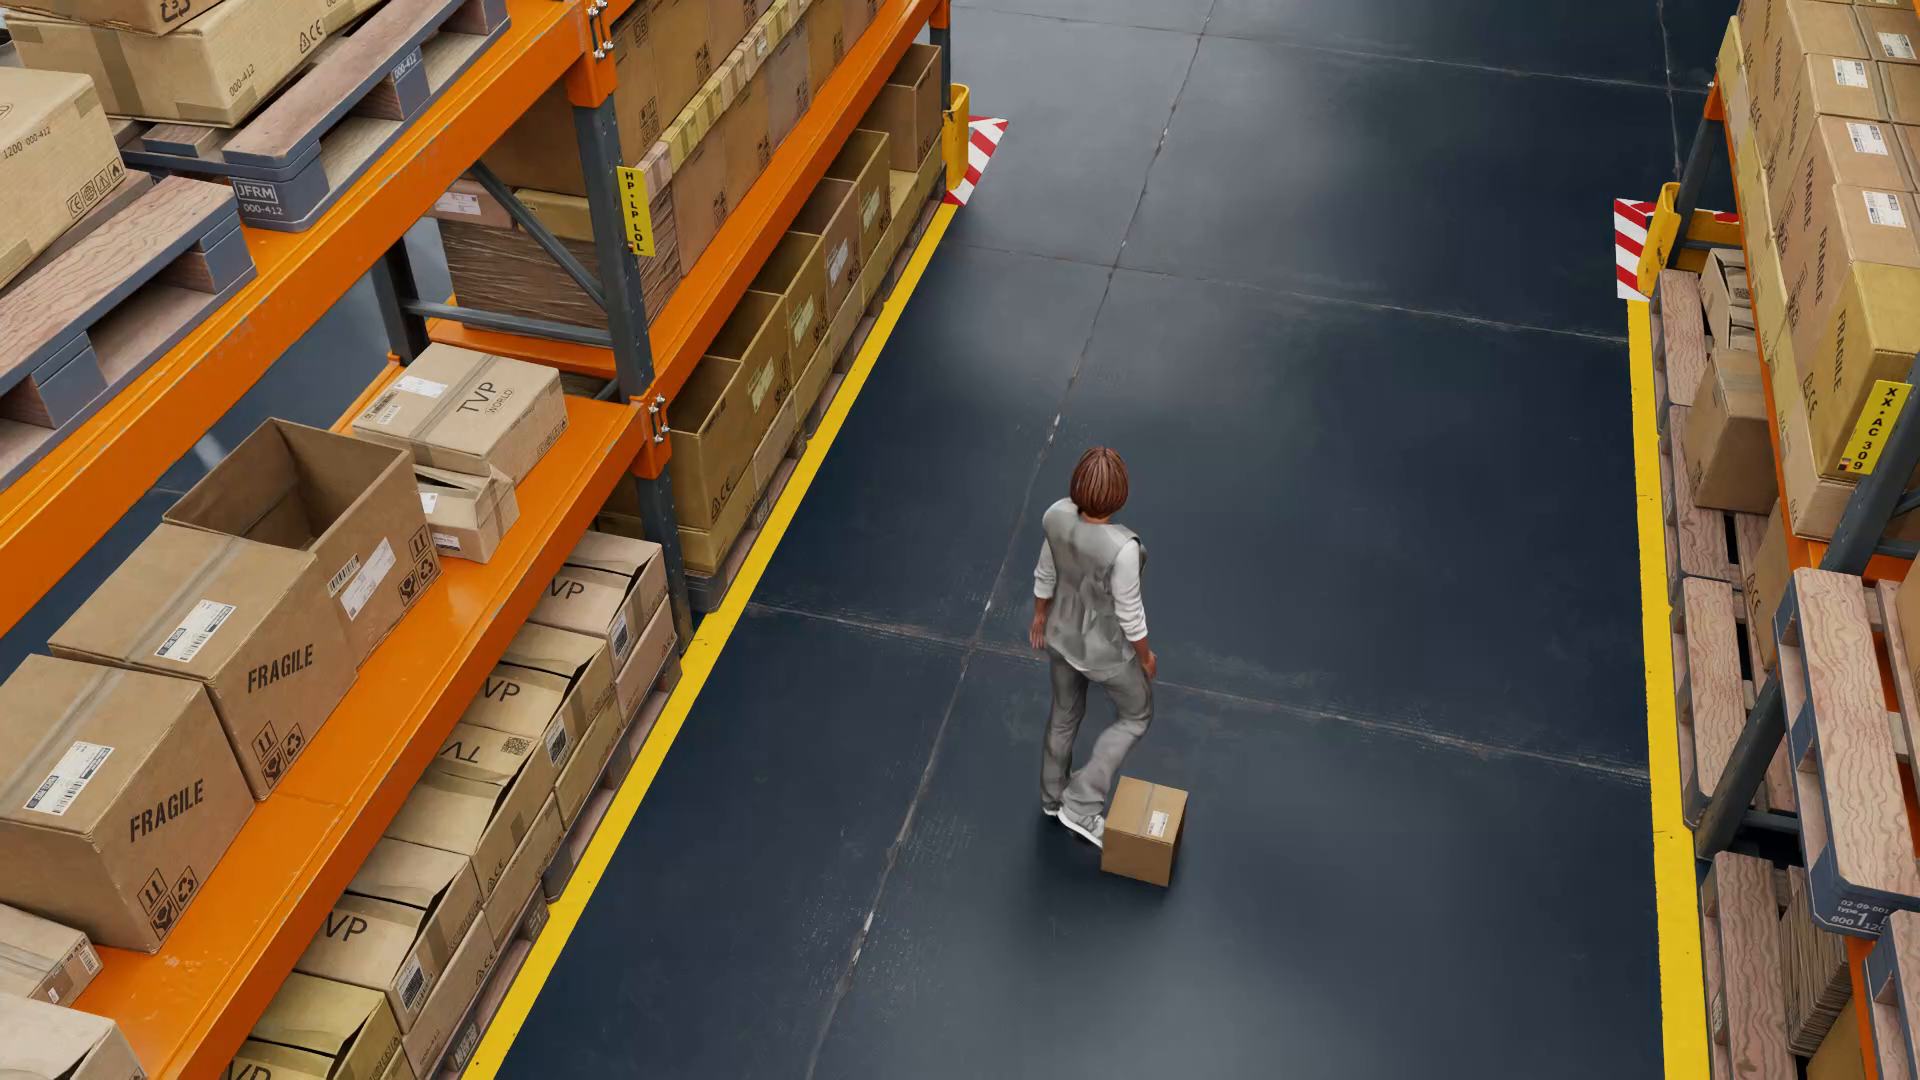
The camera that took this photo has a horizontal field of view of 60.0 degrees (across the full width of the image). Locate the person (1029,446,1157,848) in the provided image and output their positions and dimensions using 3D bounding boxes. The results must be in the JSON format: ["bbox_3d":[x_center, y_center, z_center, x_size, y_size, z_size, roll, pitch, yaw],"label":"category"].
[{"bbox_3d":[0.448,0.395,5.698,0.415,1.588,0.567,-33,51,-31],"label":"person"}]
